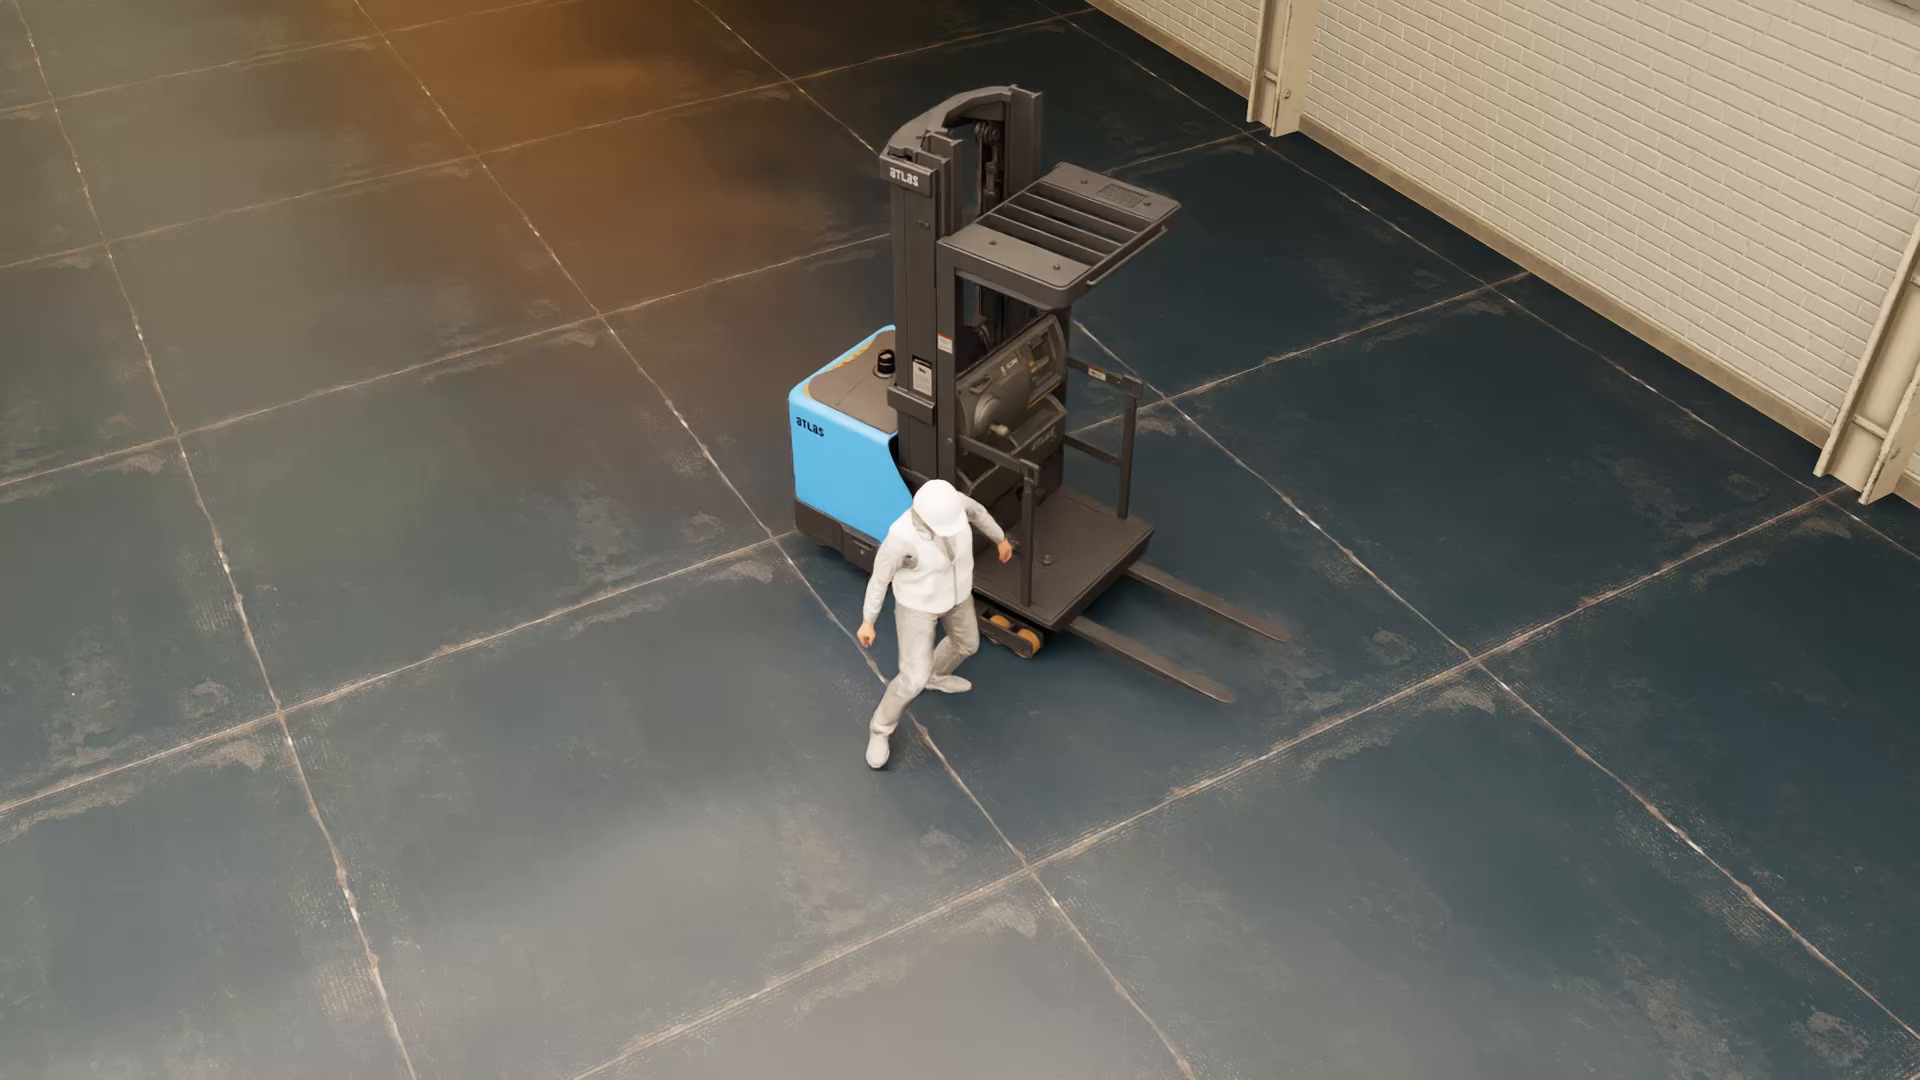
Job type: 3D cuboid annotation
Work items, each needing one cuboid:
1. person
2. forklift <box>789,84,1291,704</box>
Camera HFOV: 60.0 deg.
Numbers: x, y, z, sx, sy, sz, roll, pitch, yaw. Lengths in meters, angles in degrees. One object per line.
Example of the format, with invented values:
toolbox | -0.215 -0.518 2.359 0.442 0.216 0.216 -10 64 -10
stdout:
person | -0.137 0.314 8.641 1.072 1.711 0.502 -32 49 -32
forklift | 0.457 -0.839 9.048 3.031 2.935 1.130 26 46 28
